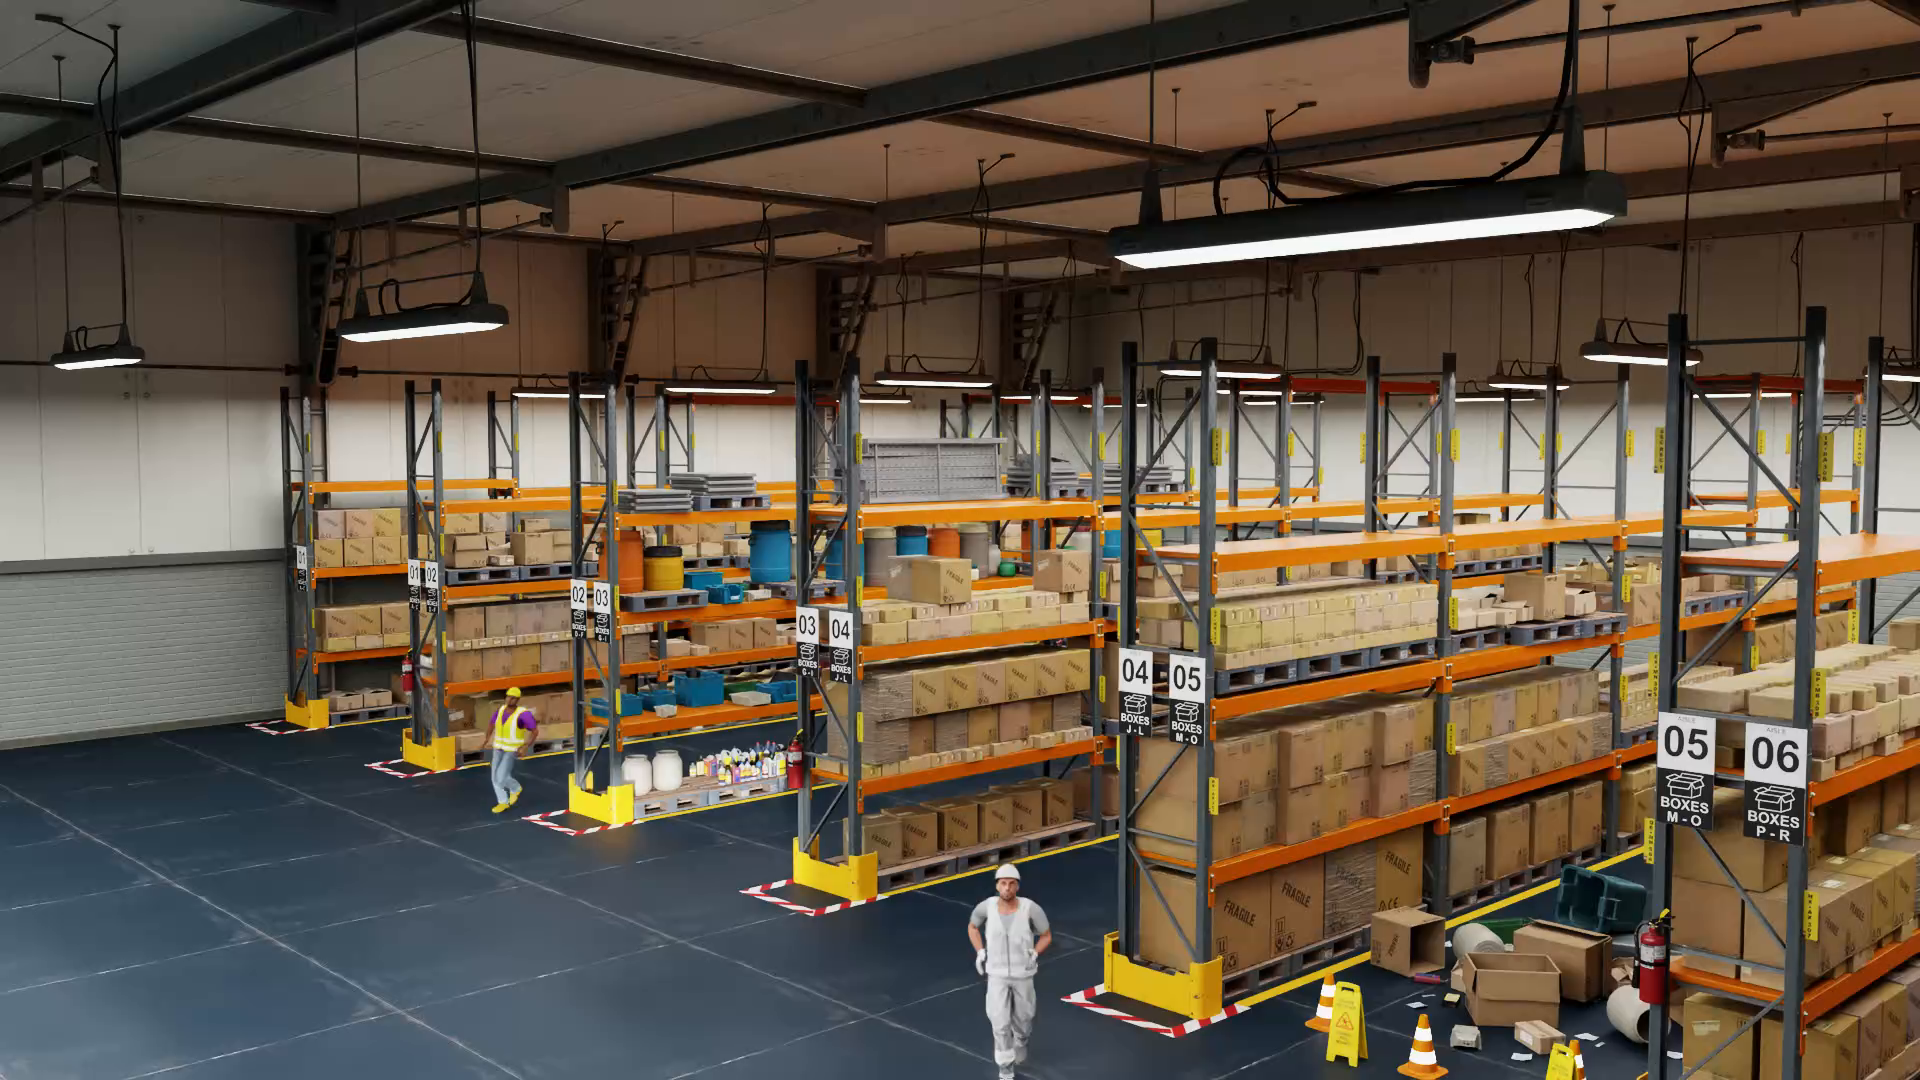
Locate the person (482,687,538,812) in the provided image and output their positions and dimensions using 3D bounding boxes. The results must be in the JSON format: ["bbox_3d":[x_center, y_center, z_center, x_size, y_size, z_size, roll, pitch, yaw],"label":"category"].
[{"bbox_3d":[-6.160,2.864,22.729,0.772,1.705,0.529,1,4,22],"label":"person"}]

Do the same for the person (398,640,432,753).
[{"bbox_3d":[-8.896,2.534,27.351,0.703,1.817,0.905,3,5,39],"label":"person"}]

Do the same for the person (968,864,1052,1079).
[{"bbox_3d":[0.383,3.419,13.070,0.669,1.771,0.855,0,4,5],"label":"person"}]
